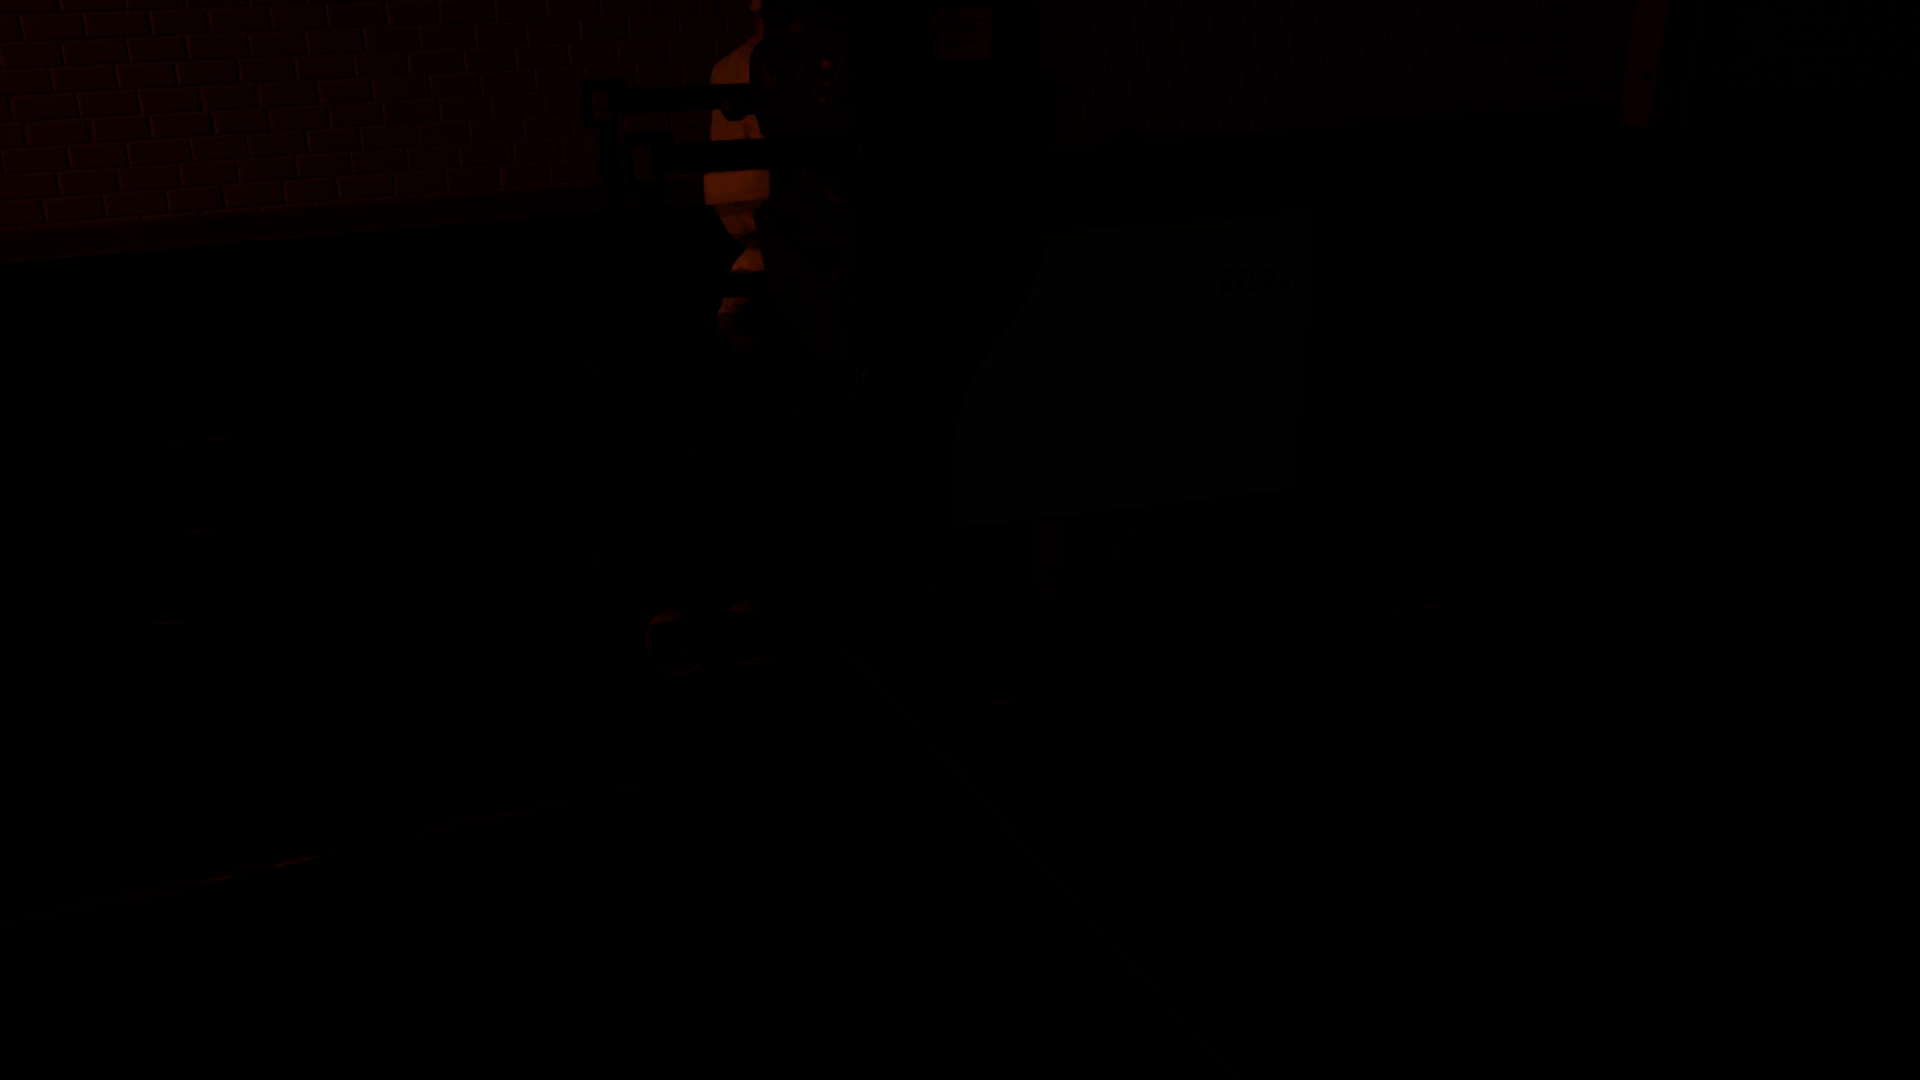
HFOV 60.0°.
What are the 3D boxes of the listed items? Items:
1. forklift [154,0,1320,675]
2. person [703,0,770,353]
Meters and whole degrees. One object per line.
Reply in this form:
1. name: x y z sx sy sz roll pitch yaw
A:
1. forklift: -0.602 -1.233 4.255 3.031 2.935 1.130 -7 23 -15
2. person: -0.640 -1.511 6.808 0.796 1.482 0.979 12 25 26
